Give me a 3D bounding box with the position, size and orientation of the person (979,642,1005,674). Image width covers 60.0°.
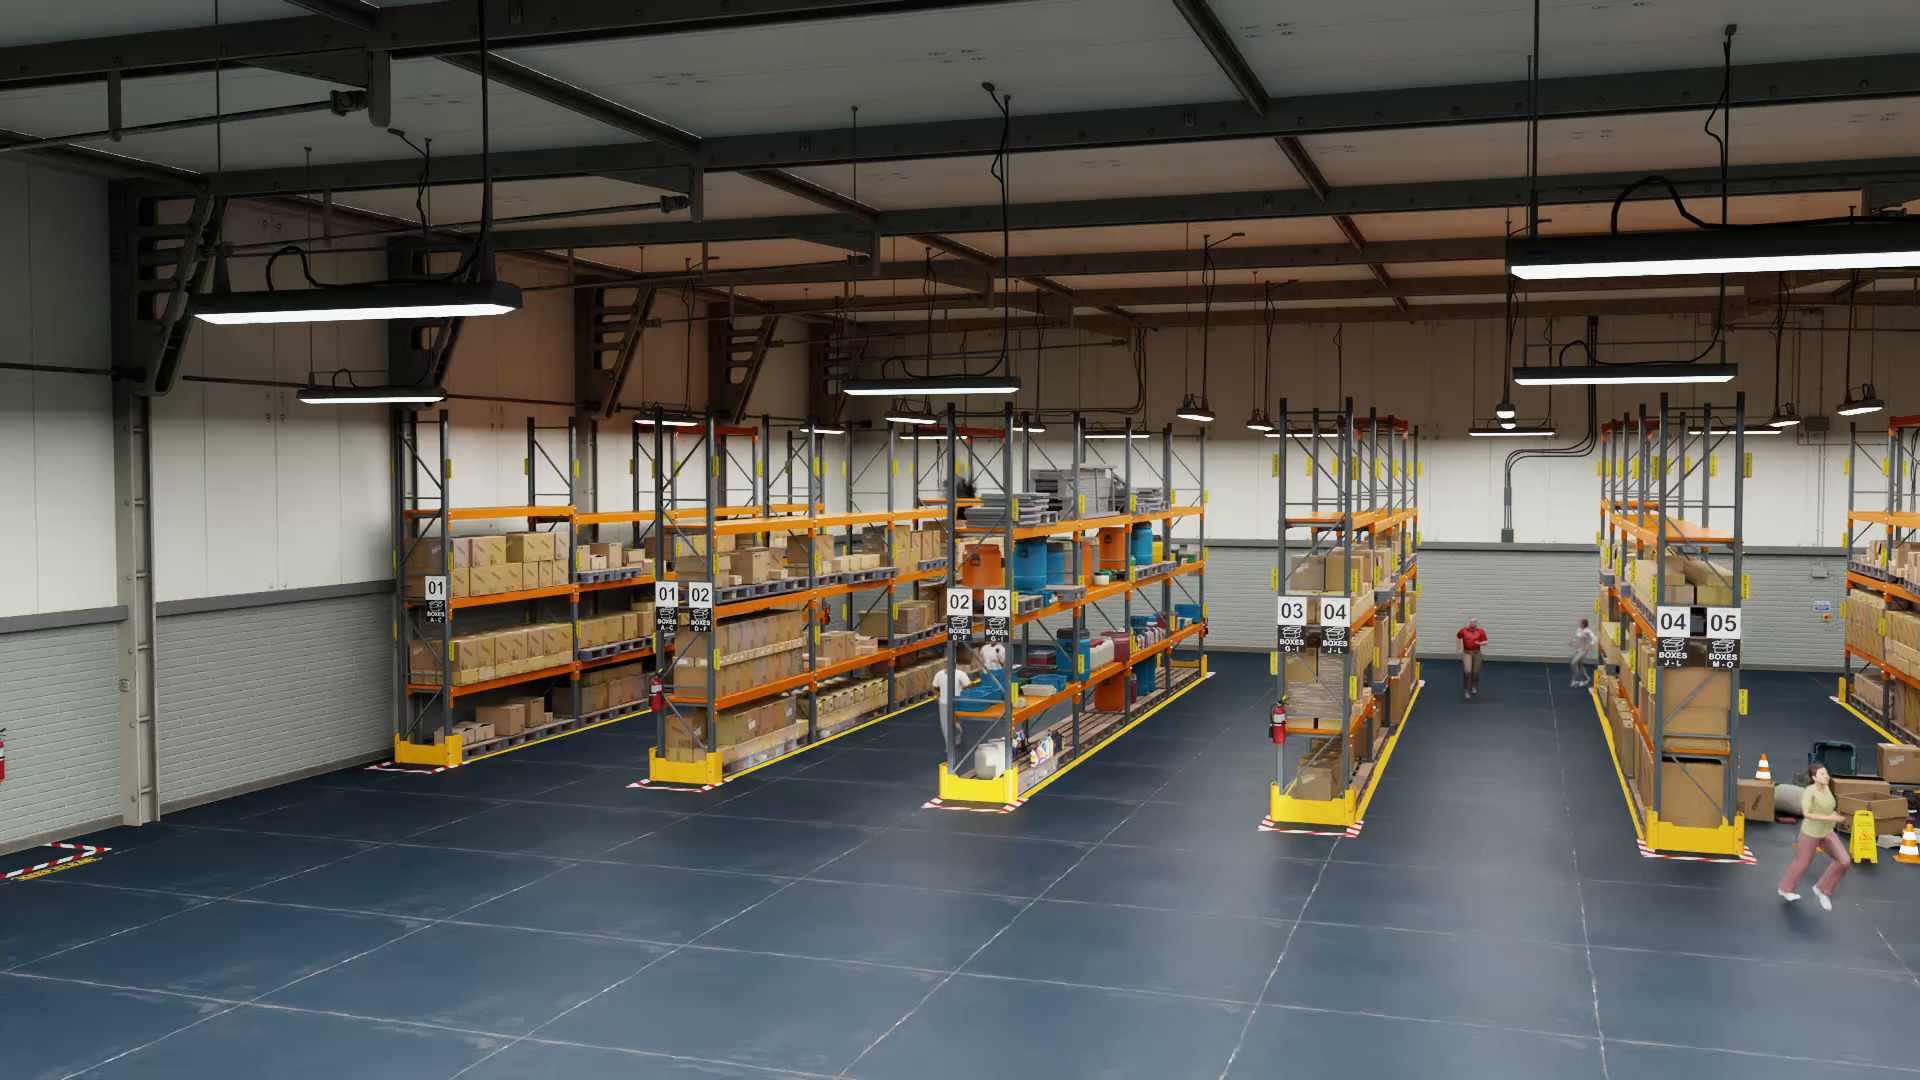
[{"bbox_3d":[0.660,2.731,33.820,0.575,1.708,0.699,0,2,5],"label":"person"}]

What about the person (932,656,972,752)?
[{"bbox_3d":[-0.182,2.884,29.320,0.698,1.723,0.579,1,3,16],"label":"person"}]

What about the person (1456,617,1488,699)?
[{"bbox_3d":[11.230,2.592,36.481,0.636,1.802,0.774,0,2,10],"label":"person"}]

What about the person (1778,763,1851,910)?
[{"bbox_3d":[9.728,3.360,18.892,0.581,1.640,0.826,-1,3,-21],"label":"person"}]

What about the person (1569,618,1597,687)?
[{"bbox_3d":[14.226,2.590,38.050,0.573,1.616,0.604,0,2,-10],"label":"person"}]
